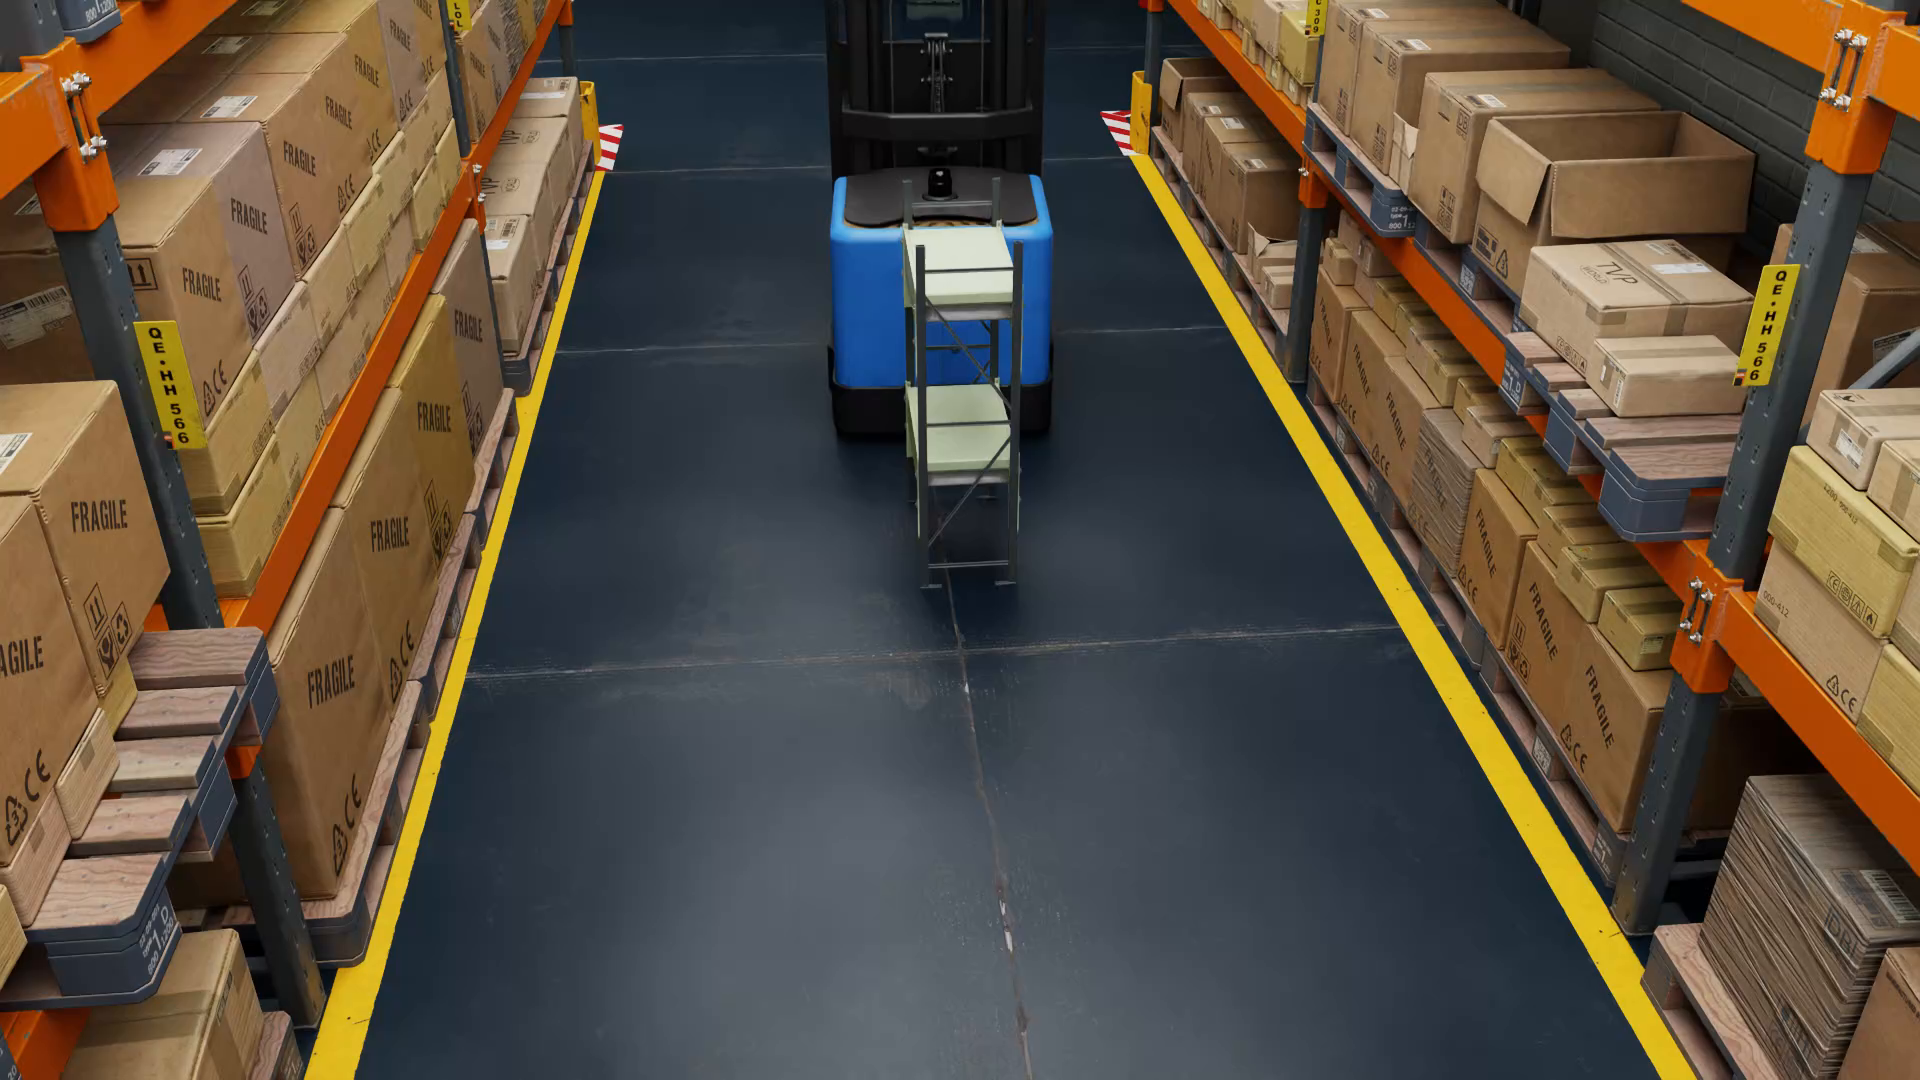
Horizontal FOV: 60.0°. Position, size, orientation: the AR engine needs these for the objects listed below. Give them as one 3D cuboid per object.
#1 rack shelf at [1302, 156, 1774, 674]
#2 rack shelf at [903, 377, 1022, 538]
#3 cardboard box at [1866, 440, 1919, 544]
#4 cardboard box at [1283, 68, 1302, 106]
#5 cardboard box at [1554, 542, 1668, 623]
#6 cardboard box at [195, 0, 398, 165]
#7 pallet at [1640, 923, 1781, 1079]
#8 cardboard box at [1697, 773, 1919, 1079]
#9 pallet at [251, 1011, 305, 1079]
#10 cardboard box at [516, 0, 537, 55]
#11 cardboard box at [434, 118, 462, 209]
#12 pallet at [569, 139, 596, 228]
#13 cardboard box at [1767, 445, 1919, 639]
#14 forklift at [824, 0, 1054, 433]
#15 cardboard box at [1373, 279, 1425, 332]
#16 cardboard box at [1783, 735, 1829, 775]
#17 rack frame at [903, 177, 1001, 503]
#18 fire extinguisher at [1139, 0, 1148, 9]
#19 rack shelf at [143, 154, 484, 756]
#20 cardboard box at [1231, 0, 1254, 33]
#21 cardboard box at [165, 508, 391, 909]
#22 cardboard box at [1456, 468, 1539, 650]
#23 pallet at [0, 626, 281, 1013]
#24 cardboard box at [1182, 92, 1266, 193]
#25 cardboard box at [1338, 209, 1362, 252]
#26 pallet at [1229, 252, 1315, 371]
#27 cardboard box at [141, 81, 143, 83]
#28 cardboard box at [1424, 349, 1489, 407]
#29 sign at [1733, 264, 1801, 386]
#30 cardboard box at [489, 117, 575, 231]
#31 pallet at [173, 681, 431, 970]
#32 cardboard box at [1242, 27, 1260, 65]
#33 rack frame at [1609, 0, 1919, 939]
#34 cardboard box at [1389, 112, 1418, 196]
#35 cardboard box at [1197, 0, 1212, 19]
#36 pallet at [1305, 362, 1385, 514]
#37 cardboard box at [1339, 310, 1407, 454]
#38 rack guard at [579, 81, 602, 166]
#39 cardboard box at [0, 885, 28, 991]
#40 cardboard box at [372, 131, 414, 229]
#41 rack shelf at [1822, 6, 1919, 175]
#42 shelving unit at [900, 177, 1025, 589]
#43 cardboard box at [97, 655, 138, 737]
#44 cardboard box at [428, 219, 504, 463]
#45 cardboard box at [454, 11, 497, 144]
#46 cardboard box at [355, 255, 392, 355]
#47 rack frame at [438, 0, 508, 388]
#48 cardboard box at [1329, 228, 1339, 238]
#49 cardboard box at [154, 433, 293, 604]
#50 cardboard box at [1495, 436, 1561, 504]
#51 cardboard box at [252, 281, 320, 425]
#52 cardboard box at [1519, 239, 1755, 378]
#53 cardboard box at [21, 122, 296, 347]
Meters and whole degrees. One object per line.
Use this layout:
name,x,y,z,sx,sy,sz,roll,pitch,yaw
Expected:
rack shelf,2.377,-0.815,6.391,1.077,0.370,4.000,-3,31,-5
rack shelf,0.001,-0.361,7.027,0.431,0.370,0.720,-3,31,-5
cardboard box,2.326,-0.111,3.781,0.380,0.149,0.250,-2,31,-4
cardboard box,1.863,-2.320,8.454,0.380,0.149,0.250,-2,31,-3
cardboard box,2.209,0.133,5.497,0.380,0.149,0.250,-4,31,-7
cardboard box,-2.377,-1.638,5.995,0.500,0.500,0.500,-2,31,-3
pallet,2.601,1.516,4.506,1.003,0.211,1.213,-3,31,-5
cardboard box,2.608,1.055,4.464,0.875,0.625,0.625,-2,31,-3
pallet,-2.307,1.733,4.143,1.003,0.211,1.213,-3,31,-5
cardboard box,-2.666,-2.975,9.208,0.500,0.500,0.500,-2,31,-3
cardboard box,-2.459,-1.624,7.190,0.500,0.250,0.500,-3,31,-6
pallet,-2.973,-2.346,10.972,1.003,0.211,1.213,-3,31,-5
cardboard box,2.337,-0.014,4.007,0.500,0.250,0.500,-3,31,-5
forklift,-0.131,-2.490,8.561,1.130,2.935,3.031,-1,31,-2
cardboard box,2.097,-1.067,7.506,0.380,0.149,0.250,-4,31,-7
cardboard box,2.803,0.561,5.413,0.500,0.500,0.500,-2,31,-3
rack frame,-0.034,-0.827,7.173,0.400,1.500,0.023,-3,31,-5
fire extinguisher,1.342,-4.047,11.539,0.296,0.674,0.183,-3,31,-5
rack shelf,-2.565,-0.576,5.990,1.077,0.370,4.000,-3,31,-5
cardboard box,1.804,-2.967,9.149,0.500,0.250,0.500,-3,31,-5
cardboard box,-2.360,0.512,5.130,0.875,0.875,0.875,-3,31,-5
cardboard box,2.222,0.061,6.250,0.500,0.500,0.500,-1,31,-2
pallet,-2.206,0.578,3.545,1.213,0.211,1.003,-3,31,-5
cardboard box,1.820,-2.539,10.604,0.700,0.500,0.500,-2,31,-3
cardboard box,2.019,-1.466,7.884,0.380,0.149,0.250,-3,31,-5
pallet,2.126,-1.299,9.219,1.003,0.211,1.213,-3,31,-5
cardboard box,-2.783,-1.102,5.098,0.500,0.500,0.500,-3,31,-5
cardboard box,2.143,-0.671,6.844,0.380,0.149,0.250,-2,31,-3
sign,2.024,-0.535,4.169,0.100,0.325,0.005,-3,31,-5
cardboard box,-2.871,-2.229,10.146,0.875,0.438,0.875,-2,31,-3
pallet,-2.377,0.928,5.491,1.003,0.211,1.213,-3,31,-5
cardboard box,1.765,-2.716,9.116,0.380,0.149,0.250,-3,31,-5
rack frame,2.563,-0.103,4.497,1.000,3.000,0.127,-3,31,-5
cardboard box,1.937,-1.540,6.625,0.396,0.266,0.258,-1,31,-2
cardboard box,1.644,-3.238,9.992,0.380,0.149,0.250,-4,31,-6
pallet,2.303,-0.535,7.939,1.003,0.211,1.213,-3,31,-5
cardboard box,2.070,-0.723,7.564,0.500,0.500,0.500,-3,31,-5
rack guard,-3.128,-2.887,11.595,1.175,0.500,0.348,-3,31,-5
cardboard box,-1.893,0.749,2.906,0.380,0.149,0.250,-2,31,-4
cardboard box,-2.360,-1.323,6.199,0.500,0.250,0.500,-2,31,-3
rack shelf,2.750,-0.061,2.203,1.077,0.370,4.000,-3,31,-5
shelving unit,0.001,-0.640,6.860,0.431,1.500,0.755,-3,31,-5
cardboard box,-2.016,0.354,3.568,0.380,0.149,0.250,-2,31,-4
cardboard box,-2.614,-0.861,7.429,0.875,0.875,0.875,-2,31,-3
cardboard box,-2.535,-2.201,7.911,0.500,0.500,0.500,-2,31,-3
cardboard box,-2.332,-0.842,5.881,0.500,0.250,0.500,-3,31,-5
rack frame,-2.752,-1.905,7.515,1.000,3.000,0.127,-3,31,-5
cardboard box,2.323,-1.672,9.494,0.380,0.149,0.250,-3,31,-5
cardboard box,-2.173,-0.061,4.573,0.500,0.250,0.500,-3,31,-5
cardboard box,2.225,-0.267,6.168,0.380,0.149,0.250,-3,31,-5
cardboard box,-2.227,-0.548,4.901,0.500,0.250,0.500,-2,31,-3
cardboard box,2.143,-0.742,5.304,0.500,0.250,0.500,-4,31,-7
cardboard box,-2.237,-0.852,4.678,0.500,0.500,0.500,-3,31,-4
